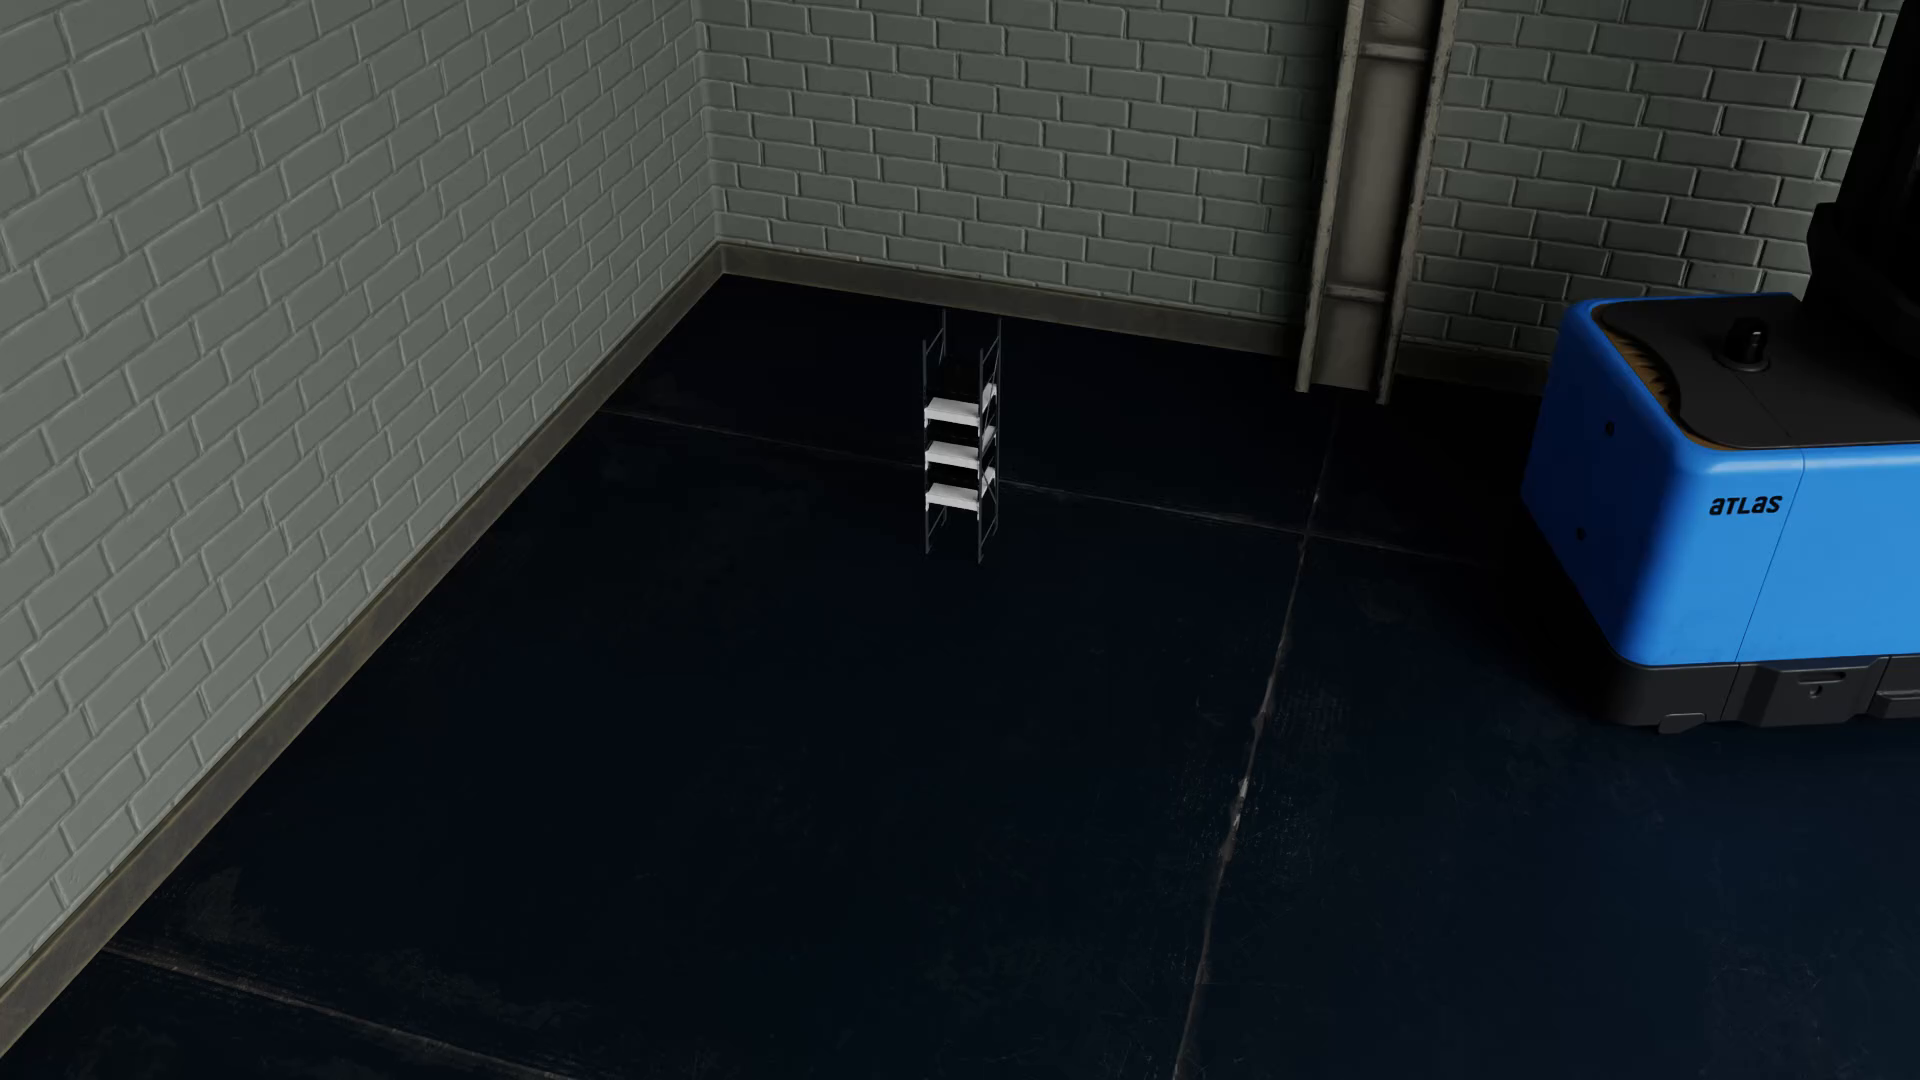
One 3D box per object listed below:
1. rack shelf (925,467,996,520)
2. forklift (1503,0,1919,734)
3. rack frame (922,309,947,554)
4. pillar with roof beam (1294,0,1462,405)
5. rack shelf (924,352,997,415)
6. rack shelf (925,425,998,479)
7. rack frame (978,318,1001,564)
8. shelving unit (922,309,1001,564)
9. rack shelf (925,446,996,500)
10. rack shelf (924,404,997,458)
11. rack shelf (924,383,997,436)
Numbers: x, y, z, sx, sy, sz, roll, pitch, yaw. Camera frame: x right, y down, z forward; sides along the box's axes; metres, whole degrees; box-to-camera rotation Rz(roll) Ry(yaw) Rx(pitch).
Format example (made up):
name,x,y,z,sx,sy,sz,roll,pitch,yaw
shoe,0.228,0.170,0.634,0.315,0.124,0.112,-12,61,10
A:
name,x,y,z,sx,sy,sz,roll,pitch,yaw
rack shelf,0.008,-0.189,6.108,0.200,0.077,0.258,10,38,14
forklift,3.528,-0.900,5.001,3.031,2.935,1.130,-3,36,-3
rack frame,-0.089,-0.379,6.006,0.006,0.900,0.240,10,38,14
pillar with roof beam,0.381,-1.881,1.214,0.400,9.000,9.100,10,38,14
rack shelf,0.008,-0.552,5.841,0.200,0.077,0.258,10,38,14
rack shelf,0.008,-0.334,6.001,0.200,0.077,0.258,10,38,14
rack frame,0.105,-0.343,5.957,0.006,0.900,0.240,10,38,14
shelving unit,0.008,-0.361,5.981,0.210,0.900,0.258,10,38,14
rack shelf,0.008,-0.262,6.054,0.200,0.077,0.258,10,38,14
rack shelf,0.008,-0.407,5.948,0.200,0.077,0.258,10,38,14
rack shelf,0.008,-0.479,5.894,0.200,0.077,0.258,10,38,14
